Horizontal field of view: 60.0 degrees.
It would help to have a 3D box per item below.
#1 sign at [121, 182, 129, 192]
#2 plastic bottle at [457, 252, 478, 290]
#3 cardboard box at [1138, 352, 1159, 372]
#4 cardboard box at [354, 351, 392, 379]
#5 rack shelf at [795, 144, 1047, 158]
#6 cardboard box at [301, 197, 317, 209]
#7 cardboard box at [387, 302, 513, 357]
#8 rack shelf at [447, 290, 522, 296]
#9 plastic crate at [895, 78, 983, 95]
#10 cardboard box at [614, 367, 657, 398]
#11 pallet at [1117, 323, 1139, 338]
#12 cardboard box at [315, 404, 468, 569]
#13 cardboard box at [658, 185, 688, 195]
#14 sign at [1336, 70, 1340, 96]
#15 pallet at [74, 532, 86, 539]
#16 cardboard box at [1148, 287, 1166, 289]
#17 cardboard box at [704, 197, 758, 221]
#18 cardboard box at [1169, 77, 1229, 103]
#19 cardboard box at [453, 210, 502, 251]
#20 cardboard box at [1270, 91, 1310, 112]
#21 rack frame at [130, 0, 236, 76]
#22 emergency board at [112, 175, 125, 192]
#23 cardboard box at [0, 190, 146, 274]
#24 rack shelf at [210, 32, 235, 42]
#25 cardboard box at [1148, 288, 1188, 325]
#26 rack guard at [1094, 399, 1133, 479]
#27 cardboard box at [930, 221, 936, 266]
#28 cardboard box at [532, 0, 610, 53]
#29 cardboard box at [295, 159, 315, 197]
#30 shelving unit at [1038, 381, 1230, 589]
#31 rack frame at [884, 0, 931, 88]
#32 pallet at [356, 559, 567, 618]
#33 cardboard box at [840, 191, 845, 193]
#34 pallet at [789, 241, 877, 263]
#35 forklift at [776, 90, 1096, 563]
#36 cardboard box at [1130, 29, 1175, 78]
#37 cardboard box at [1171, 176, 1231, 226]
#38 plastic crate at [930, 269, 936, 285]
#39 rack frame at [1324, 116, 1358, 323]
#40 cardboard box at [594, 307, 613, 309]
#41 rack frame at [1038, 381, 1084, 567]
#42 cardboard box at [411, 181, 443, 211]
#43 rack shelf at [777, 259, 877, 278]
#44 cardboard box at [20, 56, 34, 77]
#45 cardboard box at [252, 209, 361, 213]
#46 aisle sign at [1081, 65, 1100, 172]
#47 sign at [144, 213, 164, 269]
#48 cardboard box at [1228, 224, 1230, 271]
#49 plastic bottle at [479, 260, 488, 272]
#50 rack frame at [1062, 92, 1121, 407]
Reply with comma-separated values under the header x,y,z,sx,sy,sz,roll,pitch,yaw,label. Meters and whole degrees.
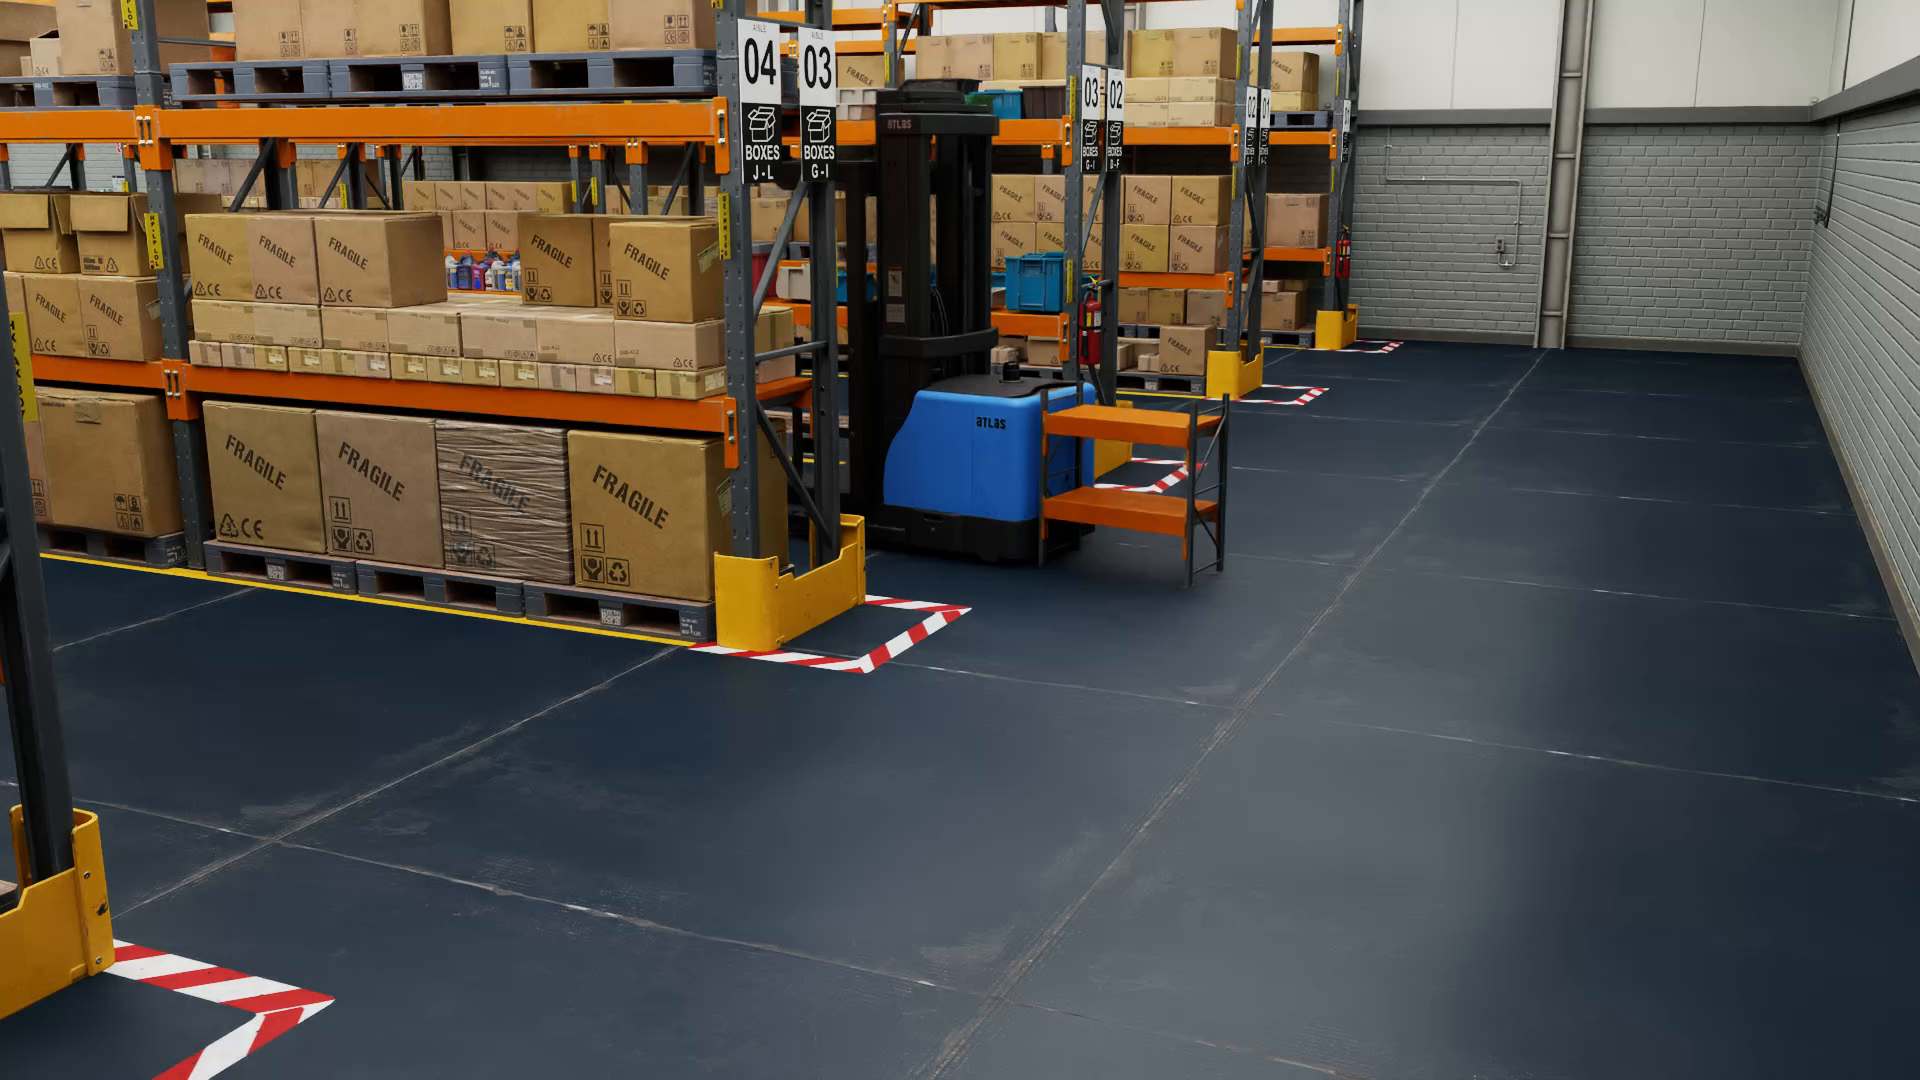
x,y,z,sx,sy,sz,roll,pitch,yaw,label
-11.790,-4.899,23.499,0.005,0.325,0.100,6,14,23,sign
-4.578,-2.505,15.471,0.185,0.351,0.144,6,14,23,plastic bottle
2.139,-1.964,18.298,0.250,0.166,0.380,6,14,23,cardboard box
-3.283,-1.037,9.656,0.250,0.149,0.380,6,14,24,cardboard box
-0.413,-5.774,24.306,4.000,0.370,1.077,6,14,23,rack shelf
-8.703,-4.576,22.553,0.250,0.149,0.380,5,14,22,cardboard box
-2.904,-1.208,9.514,0.500,0.250,0.500,6,14,23,cardboard box
-4.426,-2.245,15.830,4.000,0.370,1.077,6,14,23,rack shelf
-0.226,-3.669,13.894,0.767,0.338,0.504,6,14,23,plastic crate
-1.644,-0.871,8.951,0.250,0.149,0.380,6,14,24,cardboard box
2.079,-3.035,23.727,1.213,0.211,1.003,6,14,23,pallet
-3.210,-0.385,10.059,0.875,0.875,0.875,6,14,23,cardboard box
-4.325,-5.321,26.181,0.500,0.500,0.700,8,15,31,cardboard box
4.840,-5.850,21.288,0.005,0.325,0.100,6,14,23,sign
-6.459,-0.186,11.586,1.213,0.211,1.003,6,14,23,pallet
2.774,-3.574,23.052,0.250,0.149,0.380,5,14,22,cardboard box
-2.865,-3.908,20.206,0.500,0.500,0.700,9,16,34,cardboard box
2.496,-4.699,17.383,0.500,0.250,0.500,6,14,23,cardboard box
-6.267,-4.064,21.788,0.500,0.500,0.500,6,14,23,cardboard box
4.295,-5.762,21.868,0.500,0.250,0.500,6,15,25,cardboard box
-4.604,-4.296,9.865,0.127,3.000,1.000,6,14,23,rack frame
-16.296,-6.497,32.378,0.643,1.169,0.194,6,14,23,emergency board
-5.814,-2.036,10.950,0.637,0.503,0.797,6,14,24,cardboard box
-9.731,-6.745,22.753,4.000,0.370,1.077,6,14,23,rack shelf
2.984,-3.281,23.224,0.500,0.500,0.700,6,15,25,cardboard box
1.087,-0.823,13.670,0.348,0.500,1.175,6,14,23,rack guard
-0.232,-3.389,18.912,0.500,0.500,0.500,6,15,25,cardboard box
-1.909,-2.882,9.047,0.500,0.500,0.700,5,14,21,cardboard box
-8.773,-4.951,22.730,0.500,0.500,0.700,6,14,23,cardboard box
1.073,-0.365,10.349,1.048,1.125,0.538,8,16,32,shelving unit
-0.588,-6.365,18.682,0.127,3.000,1.000,6,14,23,rack frame
-2.821,0.181,10.020,1.213,0.211,1.003,6,14,23,pallet
-1.440,-5.272,24.602,0.500,0.250,0.500,6,14,22,cardboard box
-1.274,-3.448,19.801,1.213,0.211,1.003,6,14,23,pallet
-0.603,-1.516,11.301,3.031,2.935,1.130,8,16,32,forklift
2.170,-5.178,17.782,0.500,0.500,0.700,6,14,23,cardboard box
2.551,-3.593,17.595,0.500,0.500,0.500,6,14,23,cardboard box
-0.237,-2.201,14.304,0.300,0.233,0.416,6,14,23,plastic crate
5.072,-4.109,22.201,0.127,3.000,1.000,6,14,23,rack frame
-1.754,-1.225,9.585,0.500,0.250,0.500,6,14,23,cardboard box
0.647,-0.429,10.619,0.032,1.125,0.500,8,16,32,rack frame
-8.794,-5.737,27.780,0.500,0.500,0.500,6,14,23,cardboard box
-2.416,-3.279,20.238,4.000,0.370,1.077,6,14,23,rack shelf
-5.904,-3.087,10.910,0.250,0.149,0.380,5,14,21,cardboard box
-4.075,-1.826,10.505,0.500,0.500,0.500,6,15,25,cardboard box
1.007,-3.238,12.796,0.004,0.787,0.394,6,14,23,aisle sign
-4.815,-1.786,9.941,0.005,0.325,0.100,6,14,23,sign
2.770,-3.219,18.188,0.500,0.500,0.500,6,15,24,cardboard box
-4.434,-2.461,15.457,0.097,0.271,0.097,0,13,0,plastic bottle
1.060,-2.040,13.382,0.127,3.000,1.000,6,14,23,rack frame
